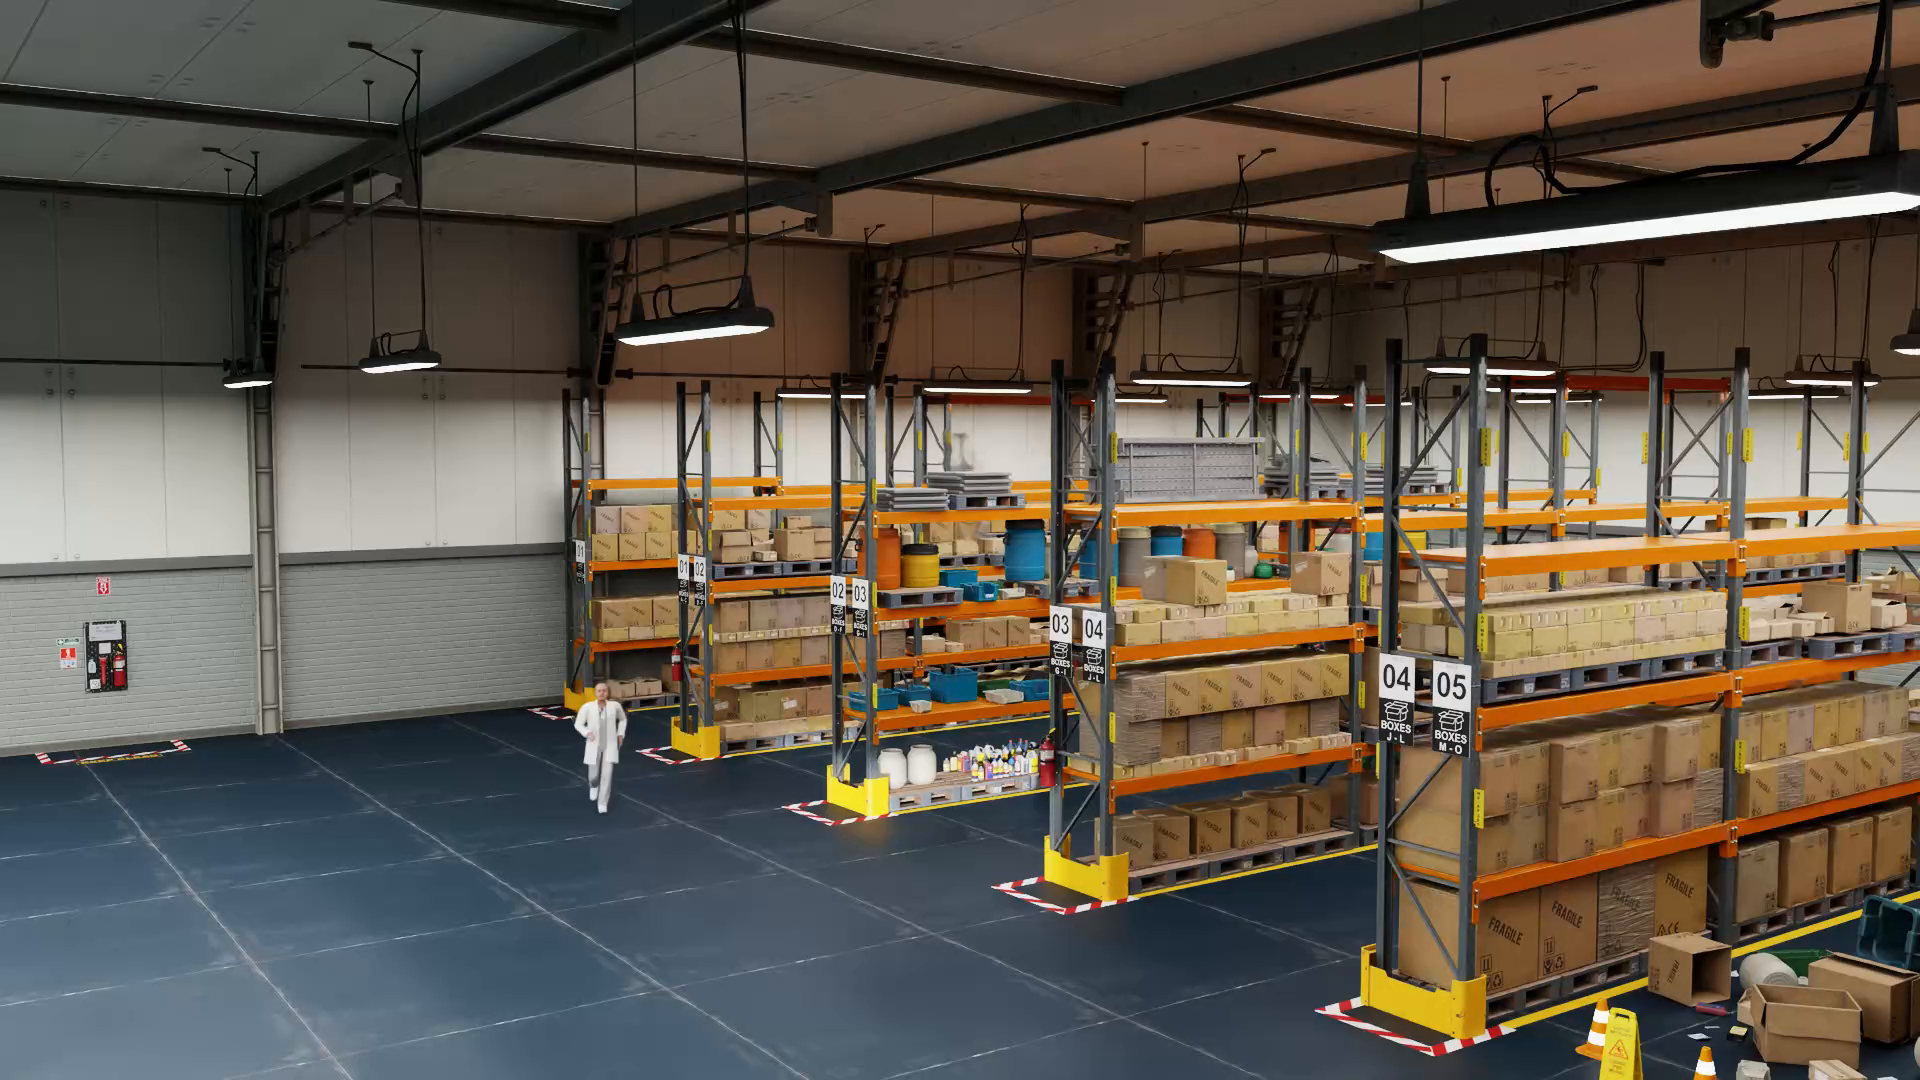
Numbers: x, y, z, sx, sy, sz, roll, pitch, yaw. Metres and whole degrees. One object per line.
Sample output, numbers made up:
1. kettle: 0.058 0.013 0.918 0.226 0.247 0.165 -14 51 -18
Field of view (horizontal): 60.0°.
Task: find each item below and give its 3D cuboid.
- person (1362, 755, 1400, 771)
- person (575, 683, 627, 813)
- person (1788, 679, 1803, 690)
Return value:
1. person: 5.957 2.725 23.719 1.002 1.765 0.661 -3 5 -41
2. person: -4.915 2.827 22.816 0.713 1.739 0.754 -1 4 -16
3. person: 11.964 2.762 23.875 0.631 1.738 0.655 -3 5 -39
